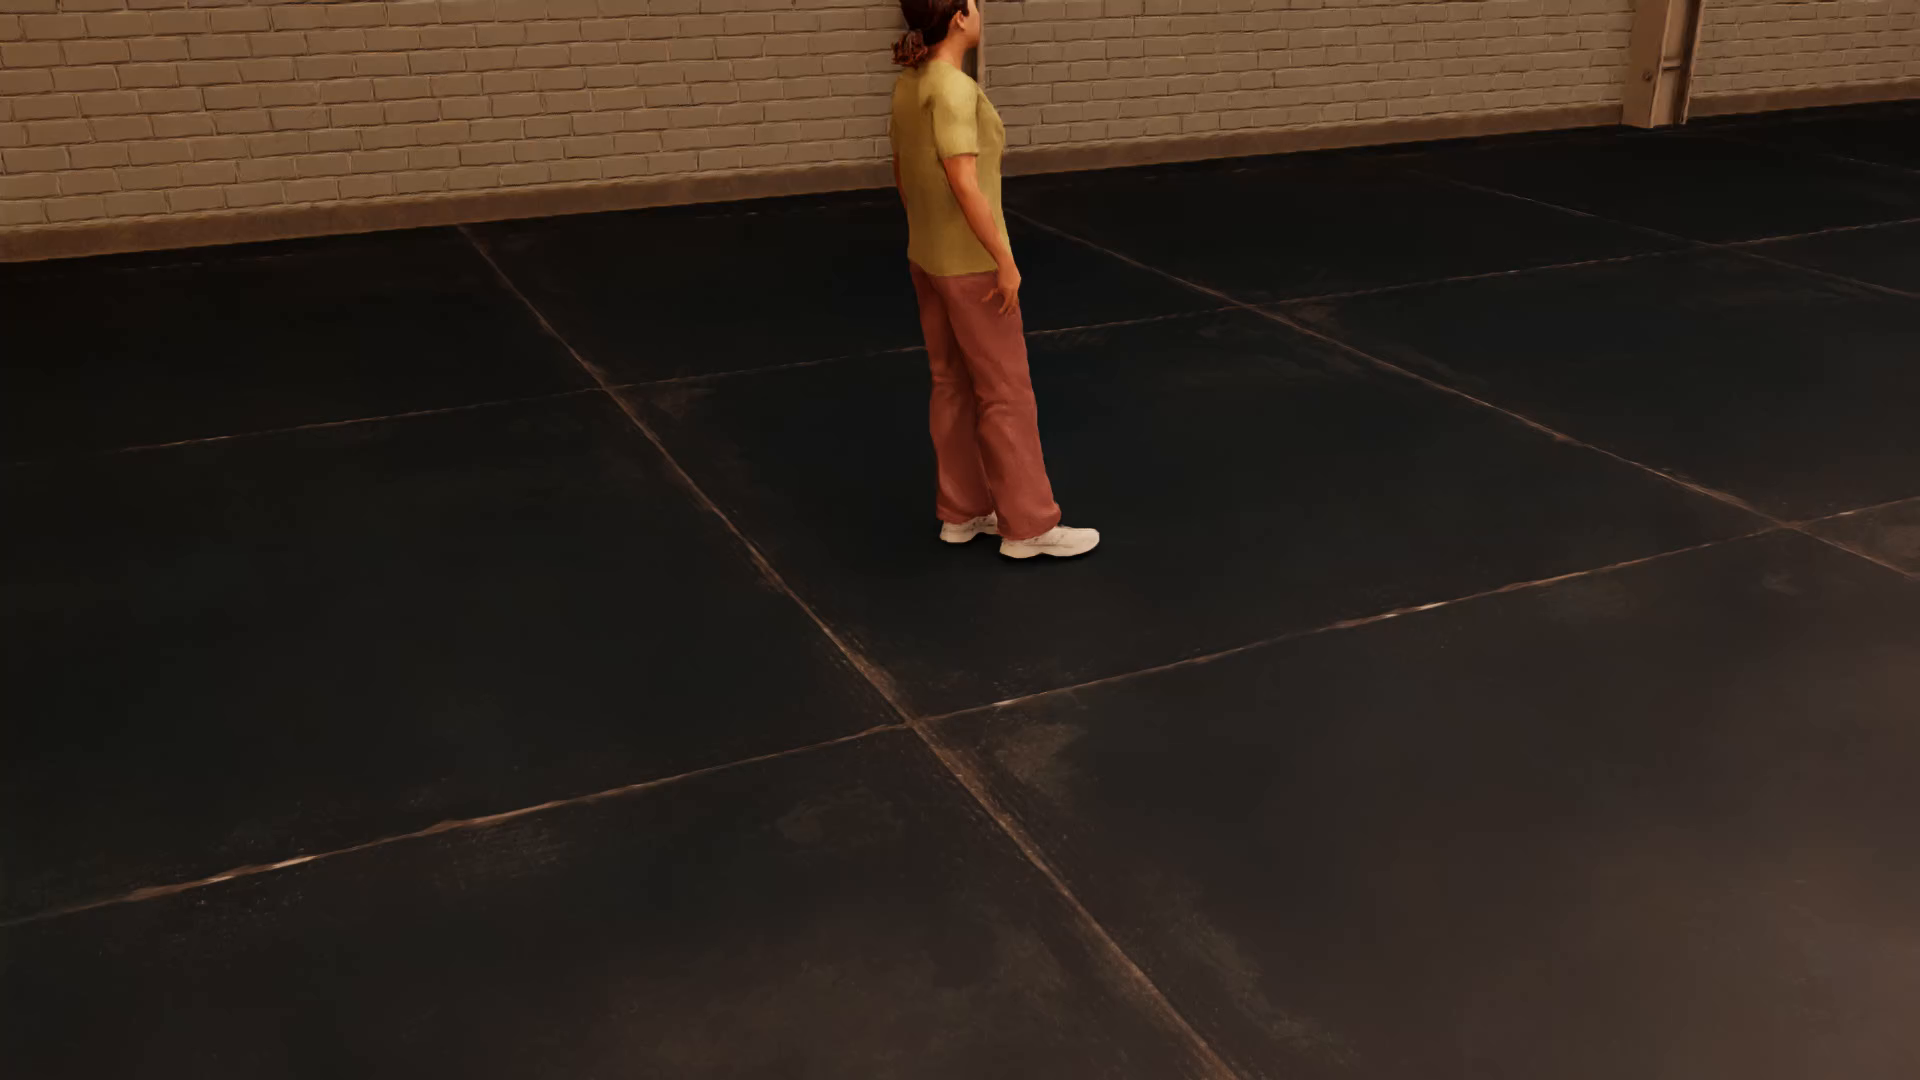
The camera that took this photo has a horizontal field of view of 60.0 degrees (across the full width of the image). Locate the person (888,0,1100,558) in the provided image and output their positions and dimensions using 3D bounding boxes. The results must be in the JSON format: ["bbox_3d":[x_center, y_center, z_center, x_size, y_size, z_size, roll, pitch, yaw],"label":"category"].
[{"bbox_3d":[0.079,-0.785,4.808,0.532,1.663,0.554,-10,25,-23],"label":"person"}]
